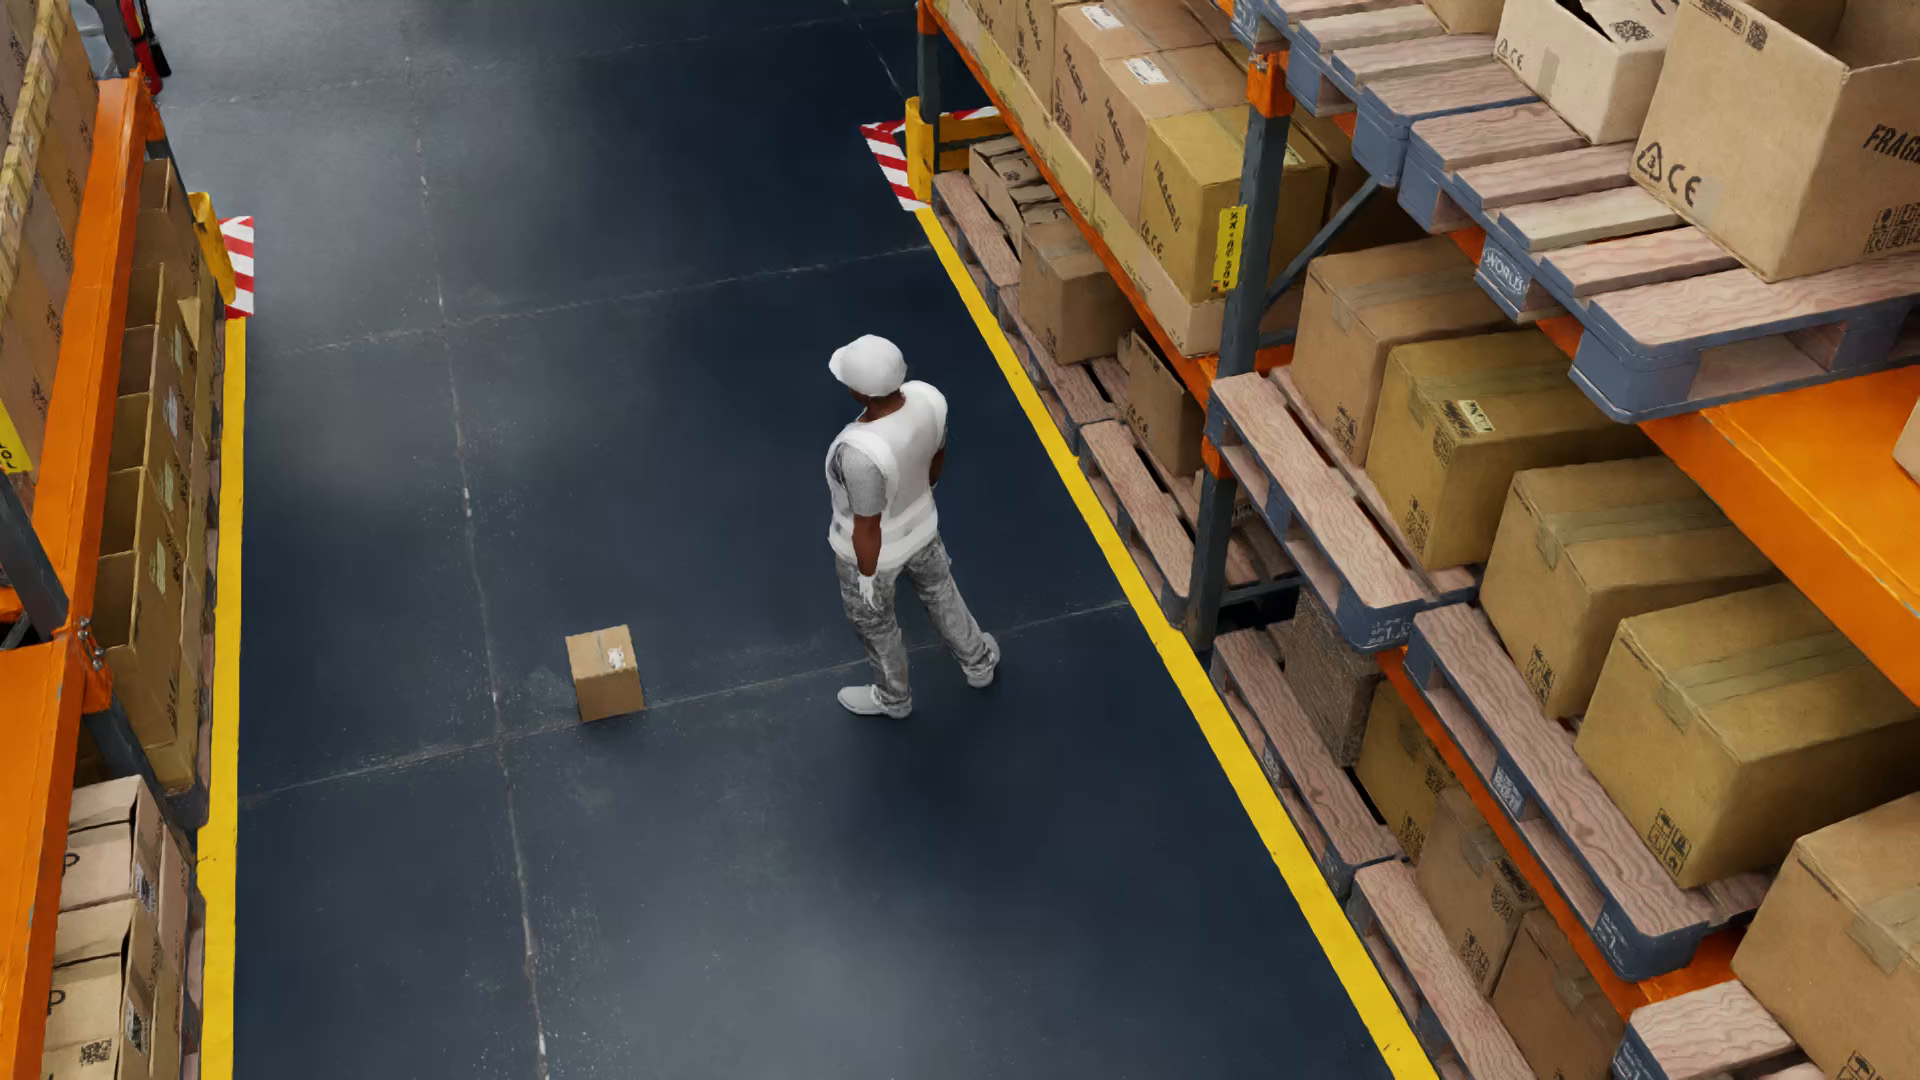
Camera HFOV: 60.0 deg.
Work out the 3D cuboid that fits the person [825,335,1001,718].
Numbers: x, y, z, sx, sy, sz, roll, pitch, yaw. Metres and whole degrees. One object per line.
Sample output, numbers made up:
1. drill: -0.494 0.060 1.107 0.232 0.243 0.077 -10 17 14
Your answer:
1. person: -0.153 -0.053 6.204 0.480 1.779 0.738 27 48 27
